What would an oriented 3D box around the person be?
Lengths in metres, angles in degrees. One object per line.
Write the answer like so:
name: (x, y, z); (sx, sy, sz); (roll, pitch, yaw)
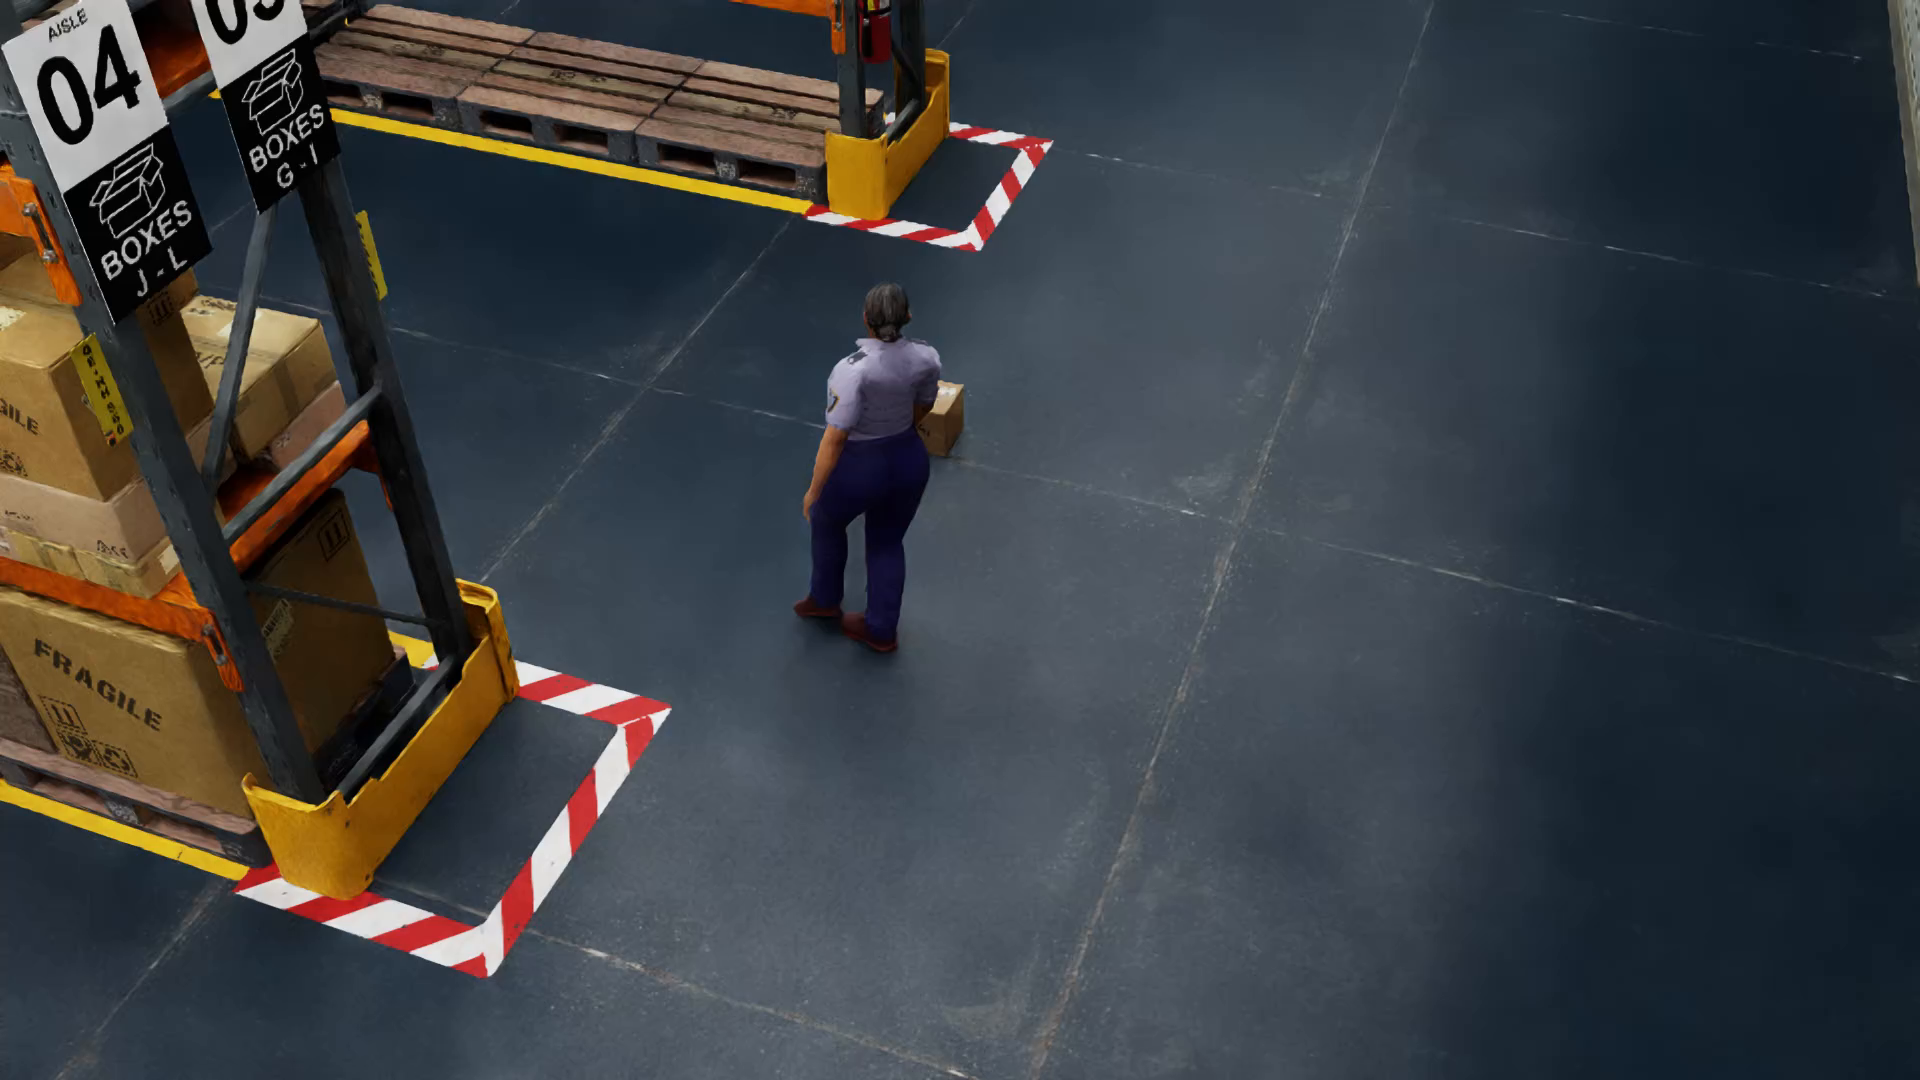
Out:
person: (-0.375, -0.262, 6.541); (0.621, 1.687, 0.530); (-21, 46, -21)
